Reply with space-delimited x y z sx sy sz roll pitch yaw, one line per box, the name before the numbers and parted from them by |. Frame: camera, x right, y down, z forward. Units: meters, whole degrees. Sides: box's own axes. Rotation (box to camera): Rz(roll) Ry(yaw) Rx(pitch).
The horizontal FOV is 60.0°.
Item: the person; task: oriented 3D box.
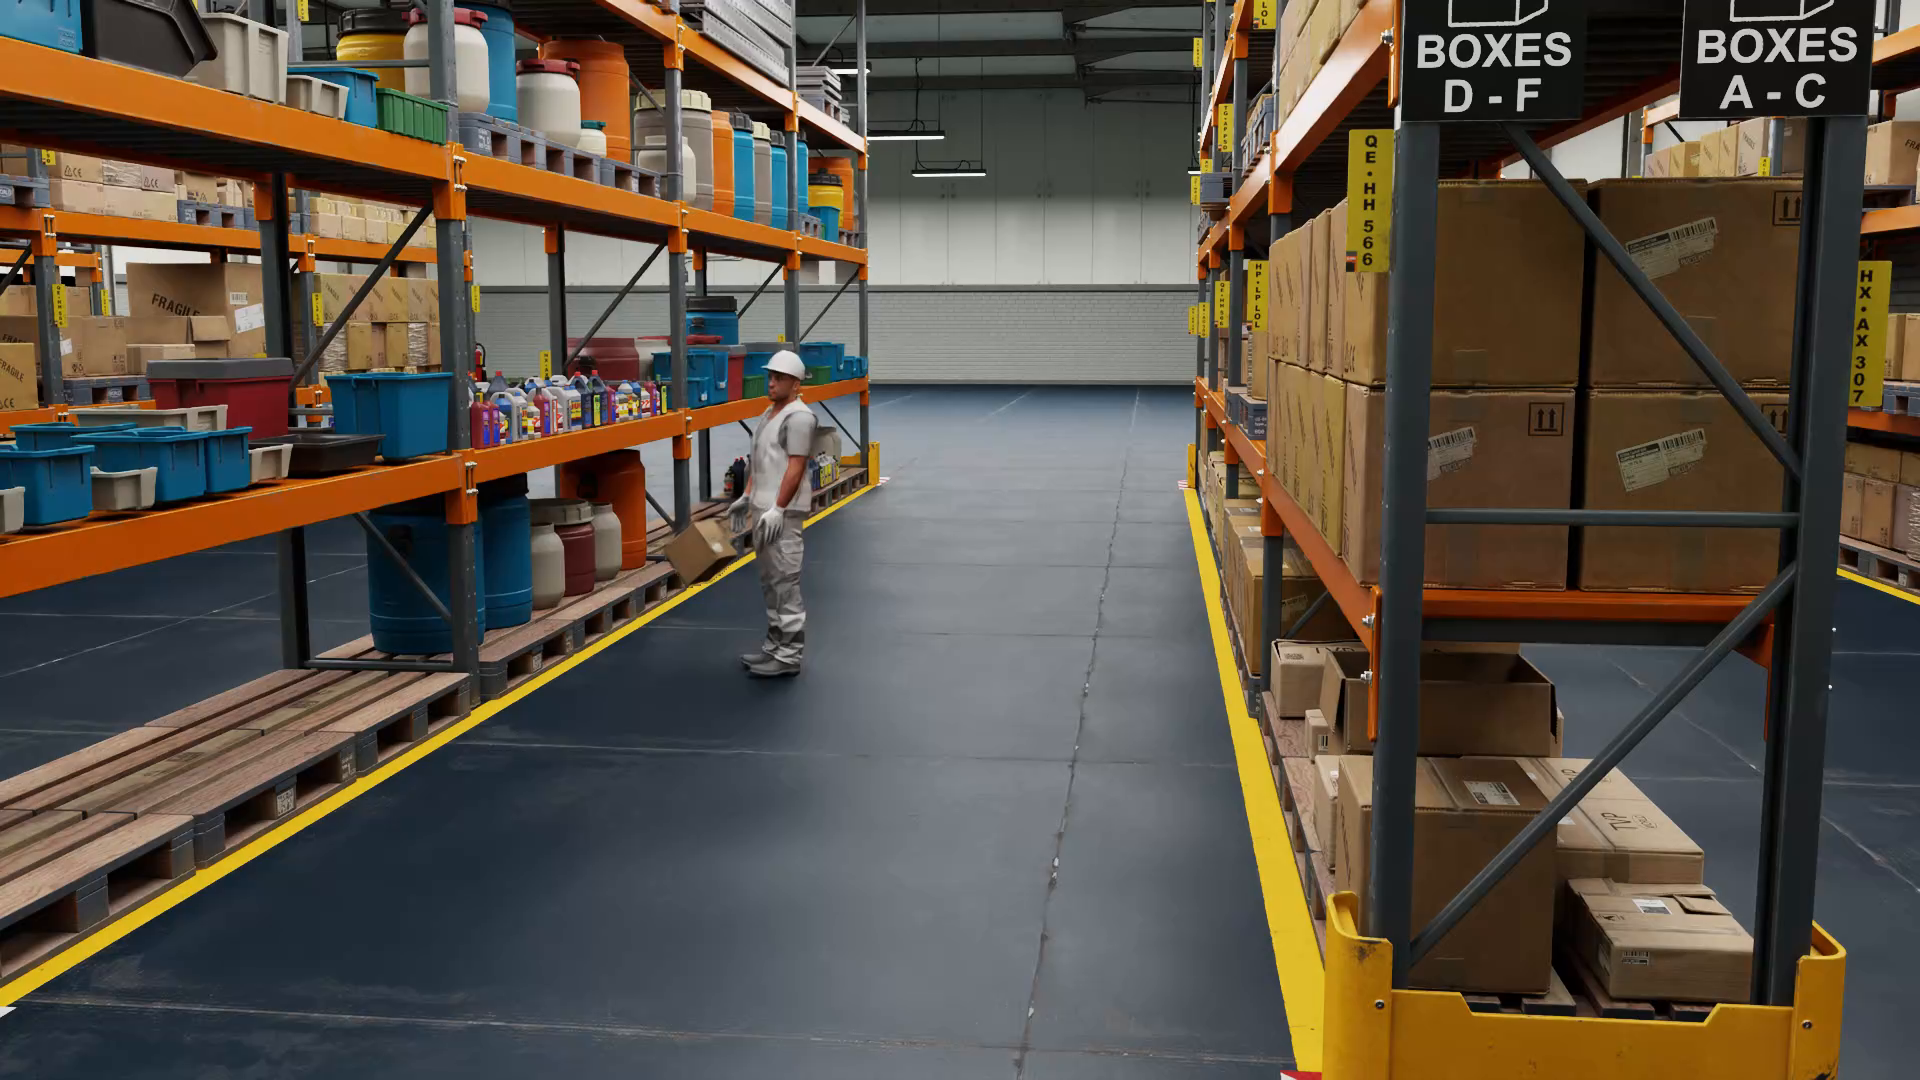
person | -1.042 -0.145 9.181 0.423 1.794 0.600 -3 8 -25
